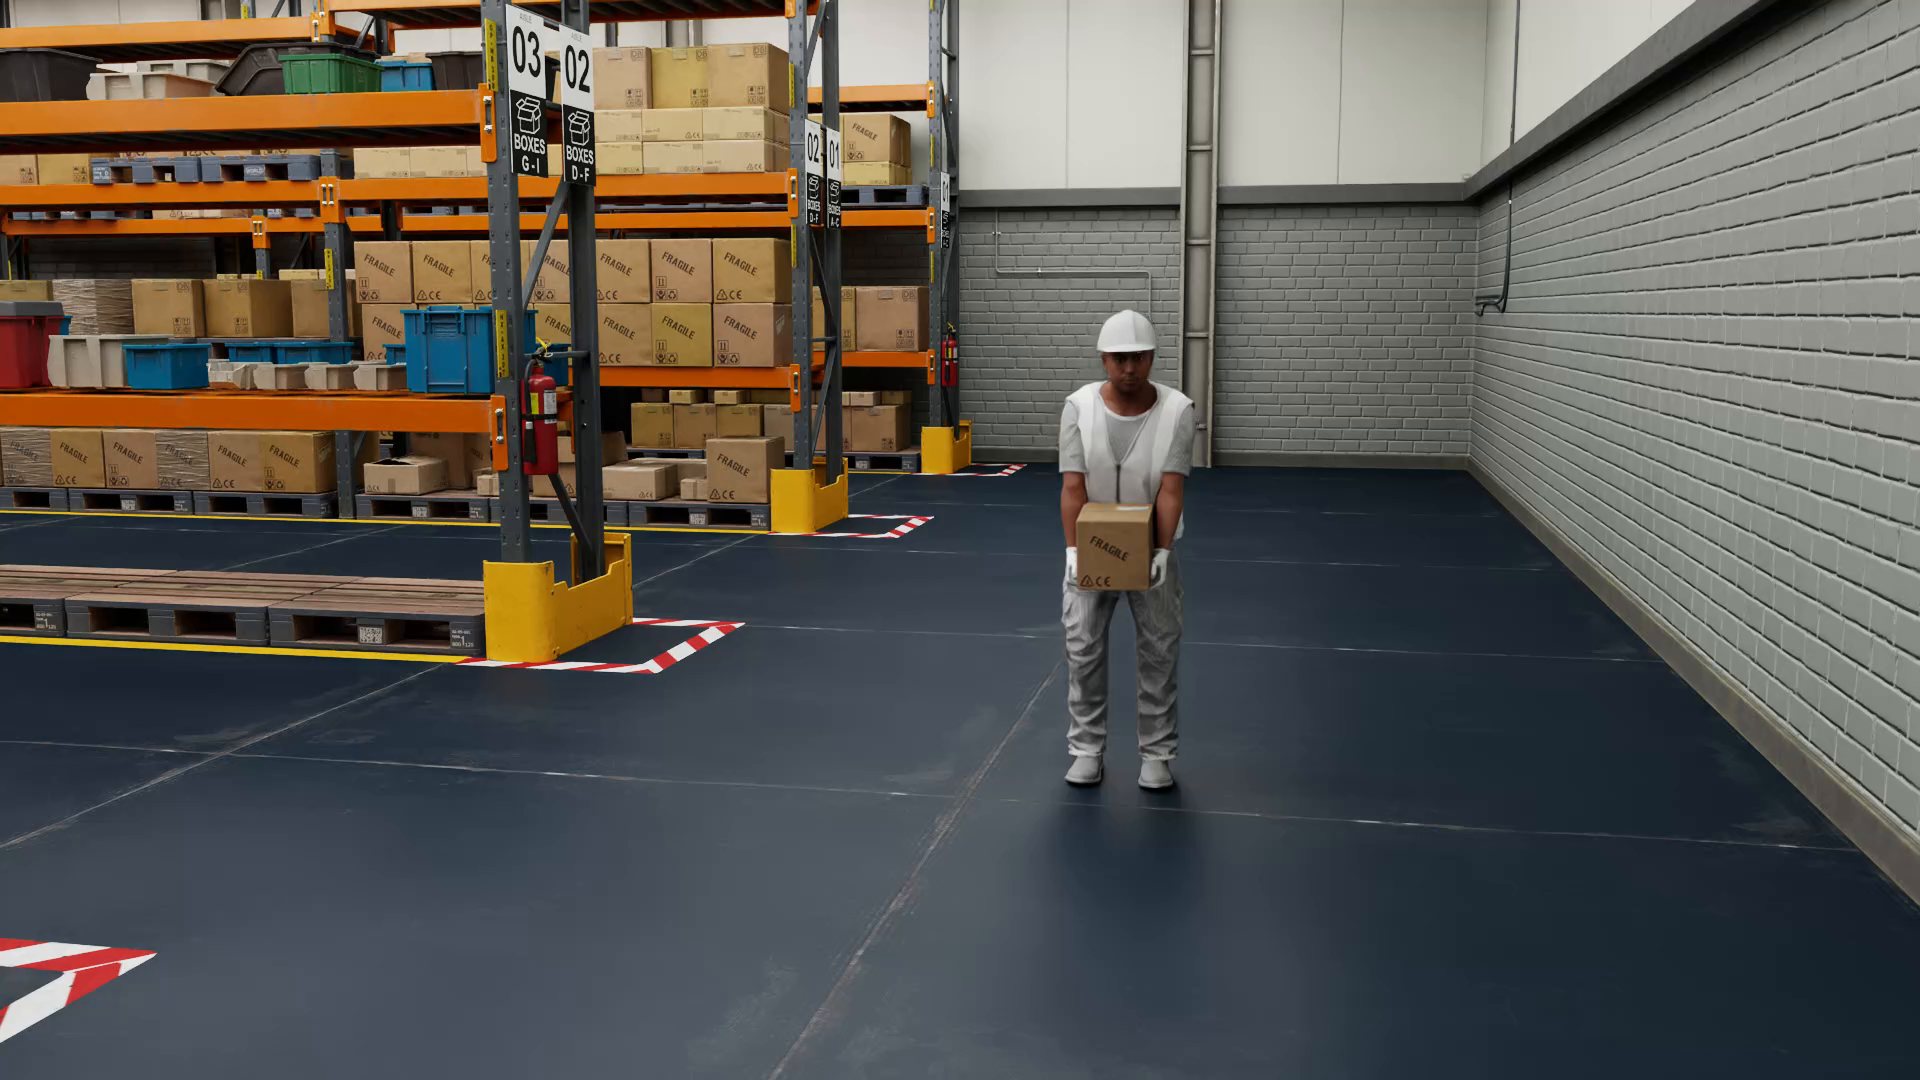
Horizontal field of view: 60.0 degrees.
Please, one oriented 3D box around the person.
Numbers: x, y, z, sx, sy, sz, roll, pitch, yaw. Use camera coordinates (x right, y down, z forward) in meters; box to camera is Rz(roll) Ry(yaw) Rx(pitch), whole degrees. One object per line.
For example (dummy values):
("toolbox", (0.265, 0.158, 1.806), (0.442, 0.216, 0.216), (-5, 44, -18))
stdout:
("person", (0.603, 0.045, 6.050), (0.488, 1.744, 0.610), (1, 8, 10))
